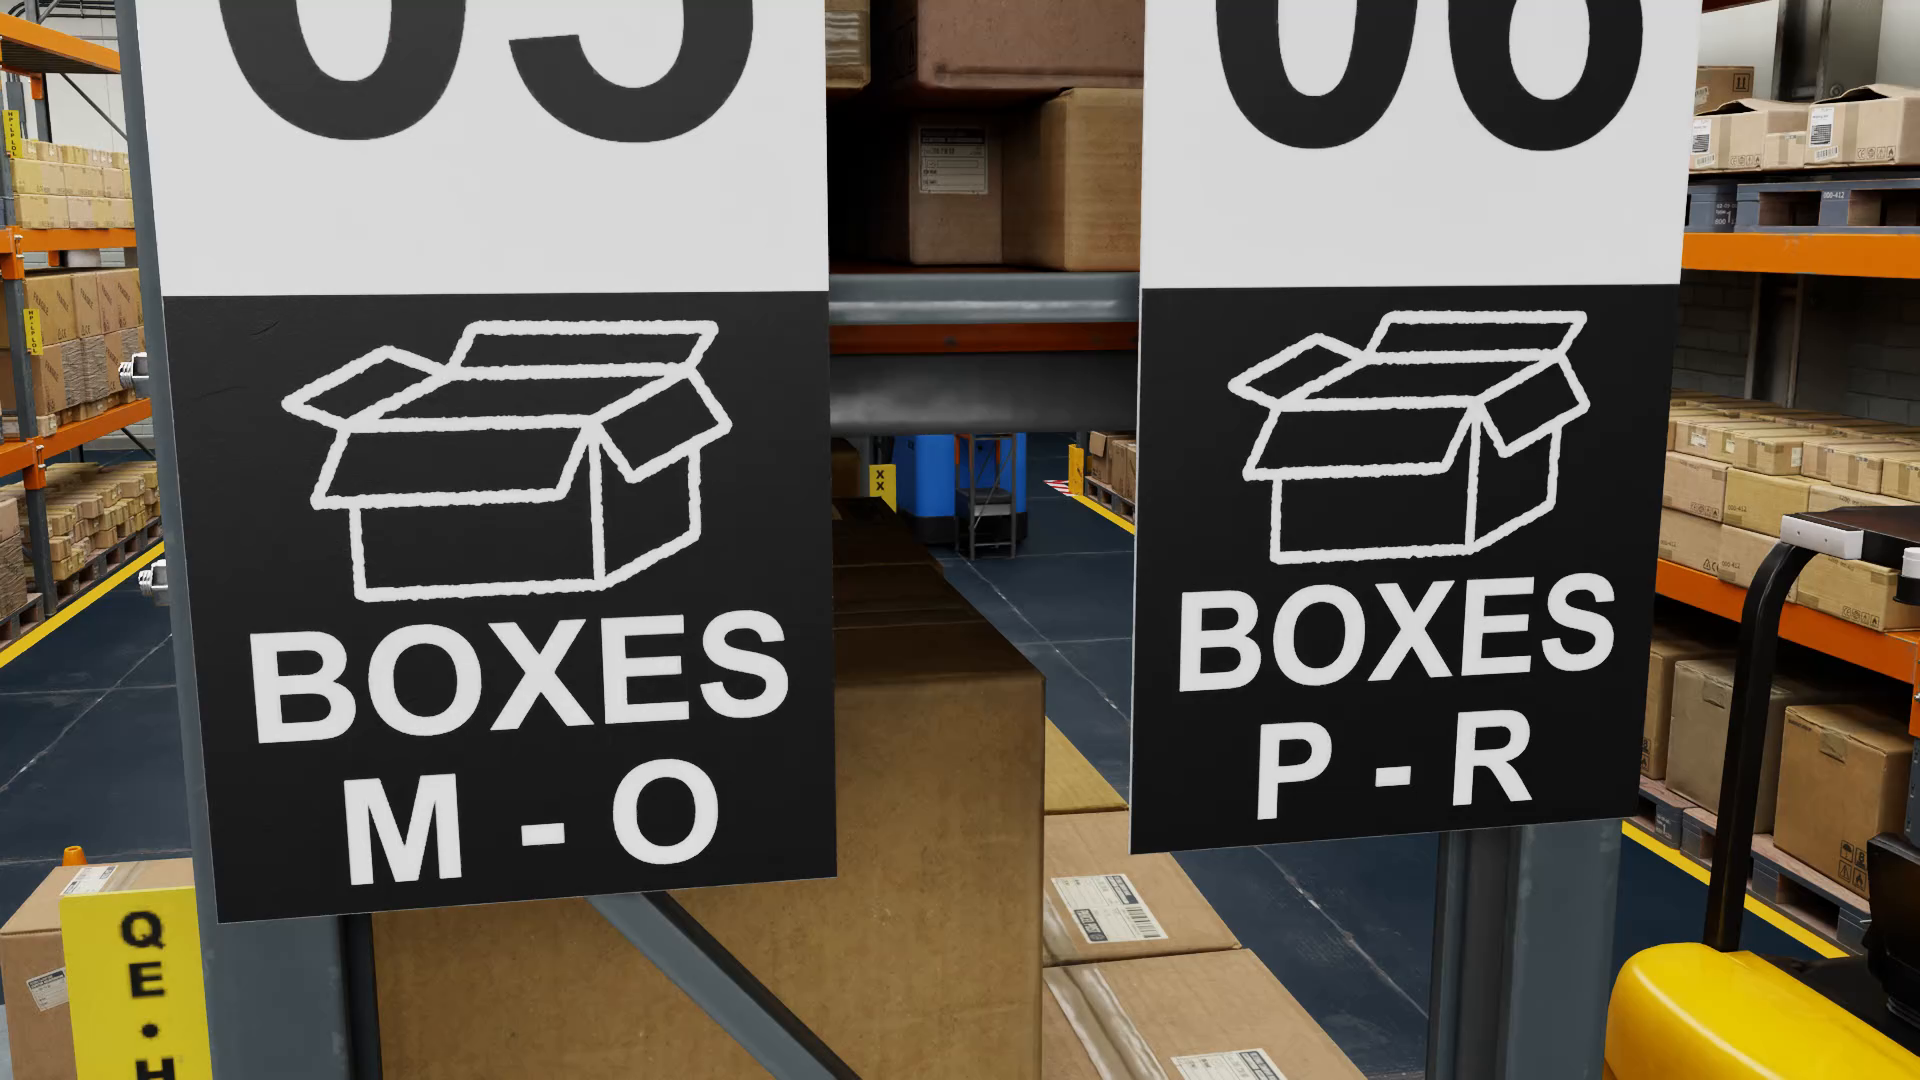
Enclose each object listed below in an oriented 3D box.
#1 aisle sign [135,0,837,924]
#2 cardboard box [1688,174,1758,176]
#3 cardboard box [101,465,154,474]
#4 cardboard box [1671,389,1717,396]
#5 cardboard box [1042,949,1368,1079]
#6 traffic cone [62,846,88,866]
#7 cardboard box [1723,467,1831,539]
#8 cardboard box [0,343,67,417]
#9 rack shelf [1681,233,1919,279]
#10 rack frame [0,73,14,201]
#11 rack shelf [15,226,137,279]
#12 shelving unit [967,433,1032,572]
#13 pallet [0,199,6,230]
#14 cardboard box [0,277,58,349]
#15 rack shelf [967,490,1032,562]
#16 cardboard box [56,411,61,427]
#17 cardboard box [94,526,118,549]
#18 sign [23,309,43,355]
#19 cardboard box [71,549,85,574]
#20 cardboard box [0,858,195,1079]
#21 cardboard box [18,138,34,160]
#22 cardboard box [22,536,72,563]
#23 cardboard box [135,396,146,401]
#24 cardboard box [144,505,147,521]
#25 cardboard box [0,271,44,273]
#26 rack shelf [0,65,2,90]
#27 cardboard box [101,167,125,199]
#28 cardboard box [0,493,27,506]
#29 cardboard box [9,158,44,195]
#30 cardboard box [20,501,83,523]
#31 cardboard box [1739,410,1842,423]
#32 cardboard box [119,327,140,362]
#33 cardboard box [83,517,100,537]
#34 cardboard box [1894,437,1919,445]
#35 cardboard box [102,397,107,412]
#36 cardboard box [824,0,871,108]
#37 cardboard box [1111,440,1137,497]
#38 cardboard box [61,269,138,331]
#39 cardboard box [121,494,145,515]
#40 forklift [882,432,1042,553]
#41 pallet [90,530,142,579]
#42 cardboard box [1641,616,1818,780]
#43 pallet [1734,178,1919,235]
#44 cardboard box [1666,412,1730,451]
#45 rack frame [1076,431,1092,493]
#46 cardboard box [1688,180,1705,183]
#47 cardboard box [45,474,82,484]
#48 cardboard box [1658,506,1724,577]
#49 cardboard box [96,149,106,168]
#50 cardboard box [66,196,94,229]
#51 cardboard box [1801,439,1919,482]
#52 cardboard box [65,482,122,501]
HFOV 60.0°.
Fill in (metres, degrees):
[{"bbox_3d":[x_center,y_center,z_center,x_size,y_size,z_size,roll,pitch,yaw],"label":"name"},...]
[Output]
[{"bbox_3d":[-0.277,-0.151,1.017,0.394,0.787,0.004,-2,11,-11],"label":"aisle sign"},{"bbox_3d":[3.424,-1.749,7.621,0.380,0.149,0.250,-2,11,-12],"label":"cardboard box"},{"bbox_3d":[-7.608,-0.594,15.207,0.380,0.149,0.250,-2,11,-10],"label":"cardboard box"},{"bbox_3d":[3.837,-0.724,8.976,0.380,0.149,0.250,-2,11,-12],"label":"cardboard box"},{"bbox_3d":[0.176,0.812,1.847,0.500,0.500,0.500,-2,11,-12],"label":"cardboard box"},{"bbox_3d":[-3.434,1.423,6.483,0.336,0.463,0.334,-2,11,-11],"label":"traffic cone"},{"bbox_3d":[3.633,-0.158,7.068,0.500,0.250,0.500,-2,11,-12],"label":"cardboard box"},{"bbox_3d":[-7.023,-1.194,12.384,0.500,0.500,0.500,-2,11,-12],"label":"cardboard box"},{"bbox_3d":[3.697,-1.298,7.896,1.077,0.370,4.000,-2,11,-11],"label":"rack shelf"},{"bbox_3d":[-7.174,-3.846,11.334,1.000,3.000,0.127,-2,11,-11],"label":"rack frame"},{"bbox_3d":[-7.563,-2.386,13.609,1.077,0.370,4.000,-2,11,-11],"label":"rack shelf"},{"bbox_3d":[0.326,-0.824,13.909,0.431,2.100,0.503,-3,11,-15],"label":"shelving unit"},{"bbox_3d":[-7.158,-2.163,11.017,1.213,0.211,1.003,-2,11,-11],"label":"pallet"},{"bbox_3d":[-7.023,-1.677,12.246,0.500,0.500,0.500,-2,11,-10],"label":"cardboard box"},{"bbox_3d":[0.326,-0.123,14.042,0.431,0.518,0.480,-3,11,-15],"label":"rack shelf"},{"bbox_3d":[-7.135,-0.931,12.736,0.380,0.149,0.250,-3,11,-14],"label":"cardboard box"},{"bbox_3d":[-7.222,-0.019,13.777,0.380,0.149,0.250,-2,11,-13],"label":"cardboard box"},{"bbox_3d":[-6.630,-1.488,11.897,0.100,0.325,0.005,-2,11,-11],"label":"sign"},{"bbox_3d":[-6.981,0.168,12.791,0.380,0.149,0.250,-2,11,-9],"label":"cardboard box"},{"bbox_3d":[-2.522,1.296,5.024,0.500,0.500,0.500,-2,11,-11],"label":"cardboard box"},{"bbox_3d":[-7.013,-2.853,12.140,0.380,0.149,0.250,-3,11,-13],"label":"cardboard box"},{"bbox_3d":[-6.931,0.071,12.505,0.380,0.149,0.250,-2,11,-8],"label":"cardboard box"},{"bbox_3d":[-7.464,-1.321,14.786,0.380,0.149,0.250,-2,11,-9],"label":"cardboard box"},{"bbox_3d":[-7.468,-0.209,14.775,0.380,0.149,0.250,-2,11,-10],"label":"cardboard box"},{"bbox_3d":[-7.839,-1.945,13.655,0.500,0.500,0.500,-2,11,-13],"label":"cardboard box"},{"bbox_3d":[-6.785,-2.929,9.512,1.077,0.370,4.000,-2,11,-11],"label":"rack shelf"},{"bbox_3d":[-7.415,-3.015,14.055,0.500,0.250,0.500,-2,11,-10],"label":"cardboard box"},{"bbox_3d":[-7.824,-0.289,13.603,0.380,0.149,0.250,-3,11,-13],"label":"cardboard box"},{"bbox_3d":[-7.032,-2.641,12.092,0.500,0.250,0.500,-2,11,-9],"label":"cardboard box"},{"bbox_3d":[-7.204,-0.212,13.196,0.380,0.149,0.250,-2,11,-12],"label":"cardboard box"},{"bbox_3d":[3.977,-0.532,7.969,0.380,0.149,0.250,-2,11,-11],"label":"cardboard box"},{"bbox_3d":[-7.409,-1.567,14.345,0.500,0.500,0.500,-2,11,-11],"label":"cardboard box"},{"bbox_3d":[-7.231,-0.116,13.490,0.380,0.149,0.250,-2,11,-8],"label":"cardboard box"},{"bbox_3d":[4.179,-0.348,7.001,0.380,0.149,0.250,-2,11,-11],"label":"cardboard box"},{"bbox_3d":[-7.310,-1.126,13.763,0.380,0.149,0.250,-2,11,-9],"label":"cardboard box"},{"bbox_3d":[-0.368,-0.526,1.523,0.500,0.250,0.500,-2,11,-12],"label":"cardboard box"},{"bbox_3d":[1.906,-0.716,16.501,0.700,0.500,0.500,-2,11,-9],"label":"cardboard box"},{"bbox_3d":[-7.411,-2.056,14.238,0.500,0.500,0.500,-2,11,-8],"label":"cardboard box"},{"bbox_3d":[-7.353,-0.308,14.498,0.380,0.149,0.250,-2,11,-10],"label":"cardboard box"},{"bbox_3d":[-0.164,-1.552,15.514,1.130,2.935,3.031,-3,11,-15],"label":"forklift"},{"bbox_3d":[-7.580,0.125,13.974,1.003,0.211,1.213,-2,11,-11],"label":"pallet"},{"bbox_3d":[3.682,0.773,8.338,0.875,0.625,0.625,-3,11,-13],"label":"cardboard box"},{"bbox_3d":[3.902,-1.352,6.766,0.805,0.209,1.217,-3,11,-13],"label":"pallet"},{"bbox_3d":[3.397,-0.513,7.865,0.380,0.149,0.250,-2,11,-13],"label":"cardboard box"},{"bbox_3d":[1.752,-2.012,17.745,1.000,3.000,0.127,-2,11,-11],"label":"rack frame"},{"bbox_3d":[3.700,-2.076,9.072,0.500,0.250,0.500,-2,11,-11],"label":"cardboard box"},{"bbox_3d":[-7.959,-0.482,14.619,0.380,0.149,0.250,-3,11,-14],"label":"cardboard box"},{"bbox_3d":[3.562,-0.005,7.599,0.500,0.250,0.500,-2,11,-11],"label":"cardboard box"},{"bbox_3d":[-7.381,-3.187,13.895,0.380,0.149,0.250,-2,11,-10],"label":"cardboard box"},{"bbox_3d":[-7.194,-2.581,13.112,0.500,0.250,0.500,-2,11,-9],"label":"cardboard box"},{"bbox_3d":[3.738,-0.327,6.889,0.380,0.149,0.250,-2,11,-11],"label":"cardboard box"},{"bbox_3d":[-7.395,-0.402,14.196,0.380,0.149,0.250,-3,11,-13],"label":"cardboard box"}]
